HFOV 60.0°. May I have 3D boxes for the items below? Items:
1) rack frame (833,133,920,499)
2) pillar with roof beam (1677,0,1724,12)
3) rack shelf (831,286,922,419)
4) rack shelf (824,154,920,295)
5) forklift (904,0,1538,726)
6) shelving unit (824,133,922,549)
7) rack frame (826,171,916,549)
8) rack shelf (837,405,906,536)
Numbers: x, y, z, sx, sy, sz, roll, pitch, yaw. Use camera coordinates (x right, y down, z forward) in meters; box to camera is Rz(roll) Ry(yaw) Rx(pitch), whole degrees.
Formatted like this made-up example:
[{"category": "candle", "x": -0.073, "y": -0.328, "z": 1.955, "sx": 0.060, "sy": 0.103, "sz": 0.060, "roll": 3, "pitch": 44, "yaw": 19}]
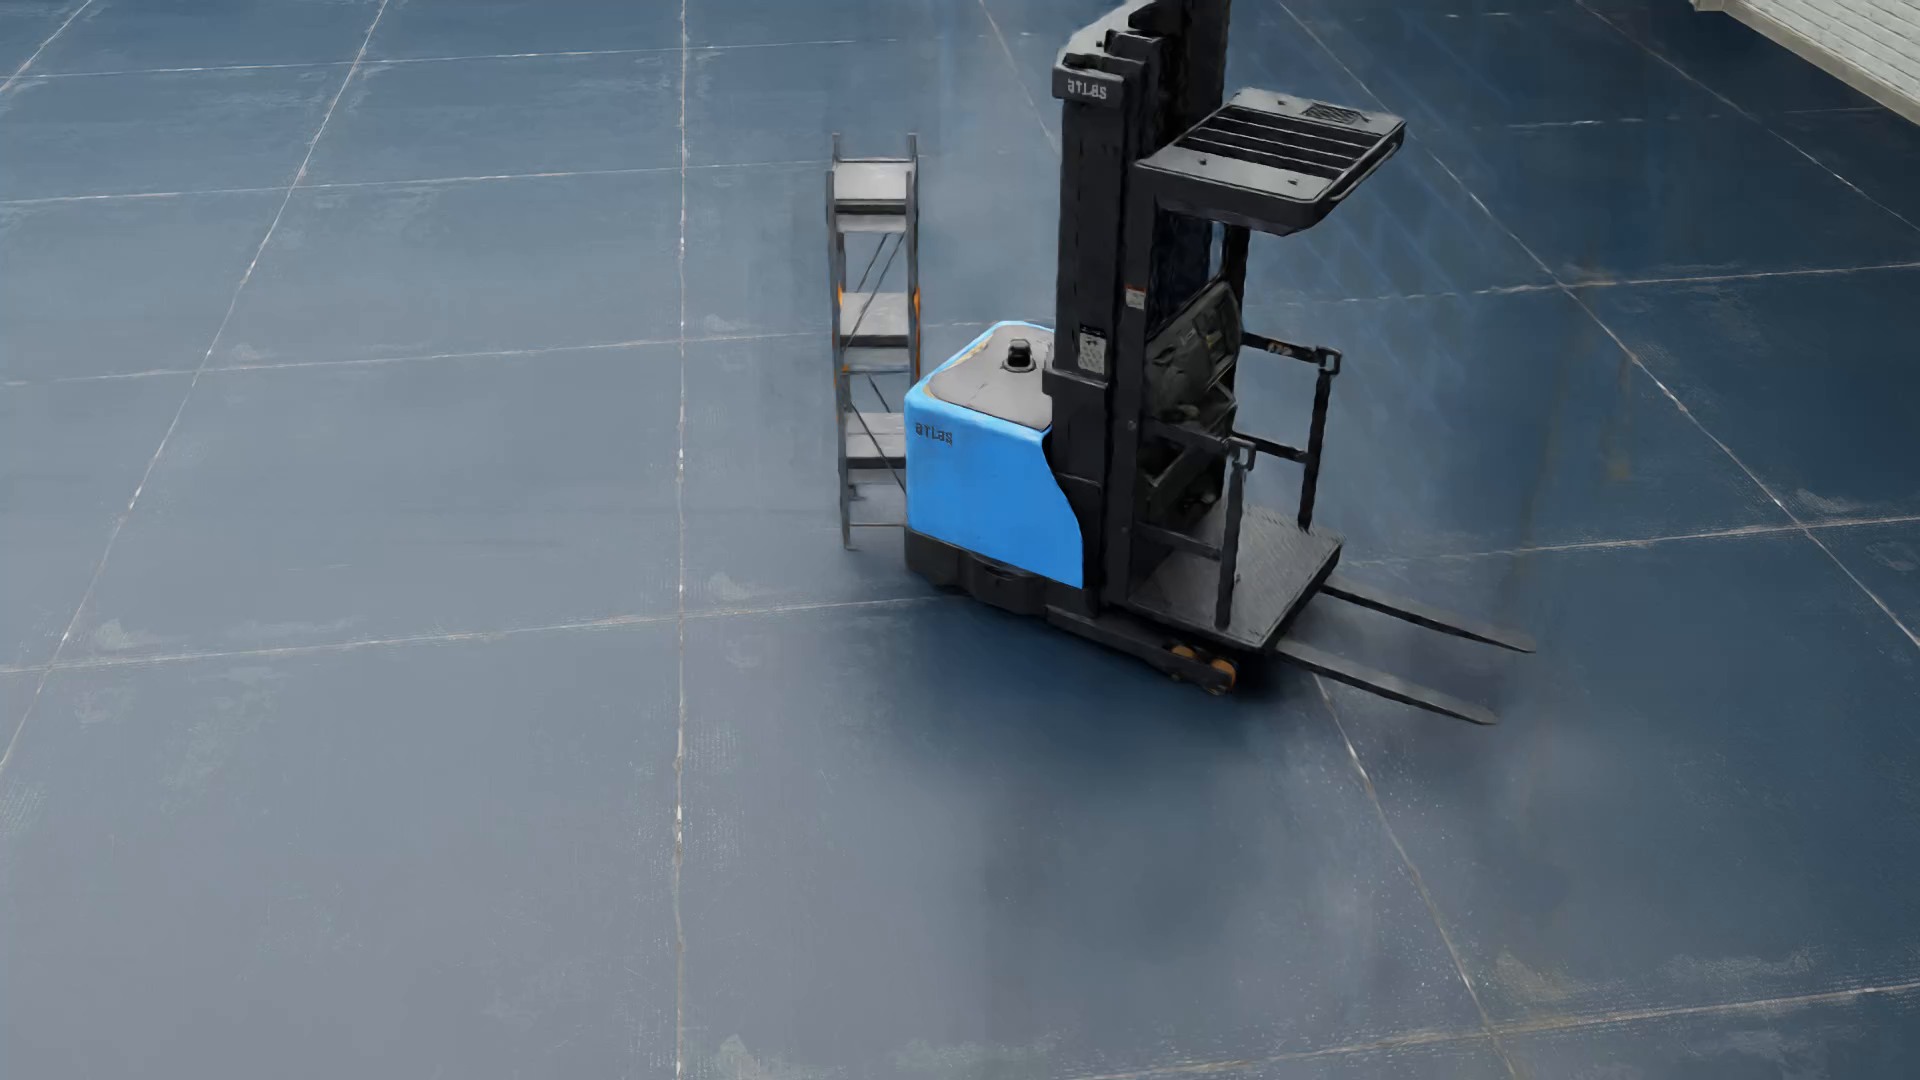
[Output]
[{"category": "rack frame", "x": -0.414, "y": -1.097, "z": 8.624, "sx": 0.400, "sy": 2.100, "sz": 0.015, "roll": 0, "pitch": 34, "yaw": 0}, {"category": "pillar with roof beam", "x": 3.221, "y": -8.799, "z": 13.799, "sx": 9.100, "sy": 9.000, "sz": 0.400, "roll": -4, "pitch": 35, "yaw": -6}, {"category": "rack shelf", "x": -0.415, "y": -0.949, "z": 8.430, "sx": 0.431, "sy": 0.518, "sz": 0.480, "roll": 0, "pitch": 34, "yaw": 0}, {"category": "rack shelf", "x": -0.415, "y": -1.527, "z": 8.036, "sx": 0.431, "sy": 0.518, "sz": 0.480, "roll": 0, "pitch": 34, "yaw": 0}, {"category": "forklift", "x": 1.238, "y": -0.826, "z": 7.488, "sx": 3.031, "sy": 2.935, "sz": 1.130, "roll": 19, "pitch": 39, "yaw": 26}, {"category": "shelving unit", "x": -0.415, "y": -0.960, "z": 8.423, "sx": 0.431, "sy": 2.100, "sz": 0.503, "roll": 0, "pitch": 34, "yaw": 0}, {"category": "rack frame", "x": -0.417, "y": -0.822, "z": 8.221, "sx": 0.400, "sy": 2.100, "sz": 0.015, "roll": 0, "pitch": 34, "yaw": 0}, {"category": "rack shelf", "x": -0.415, "y": -0.370, "z": 8.824, "sx": 0.431, "sy": 0.518, "sz": 0.480, "roll": 0, "pitch": 34, "yaw": 0}]
